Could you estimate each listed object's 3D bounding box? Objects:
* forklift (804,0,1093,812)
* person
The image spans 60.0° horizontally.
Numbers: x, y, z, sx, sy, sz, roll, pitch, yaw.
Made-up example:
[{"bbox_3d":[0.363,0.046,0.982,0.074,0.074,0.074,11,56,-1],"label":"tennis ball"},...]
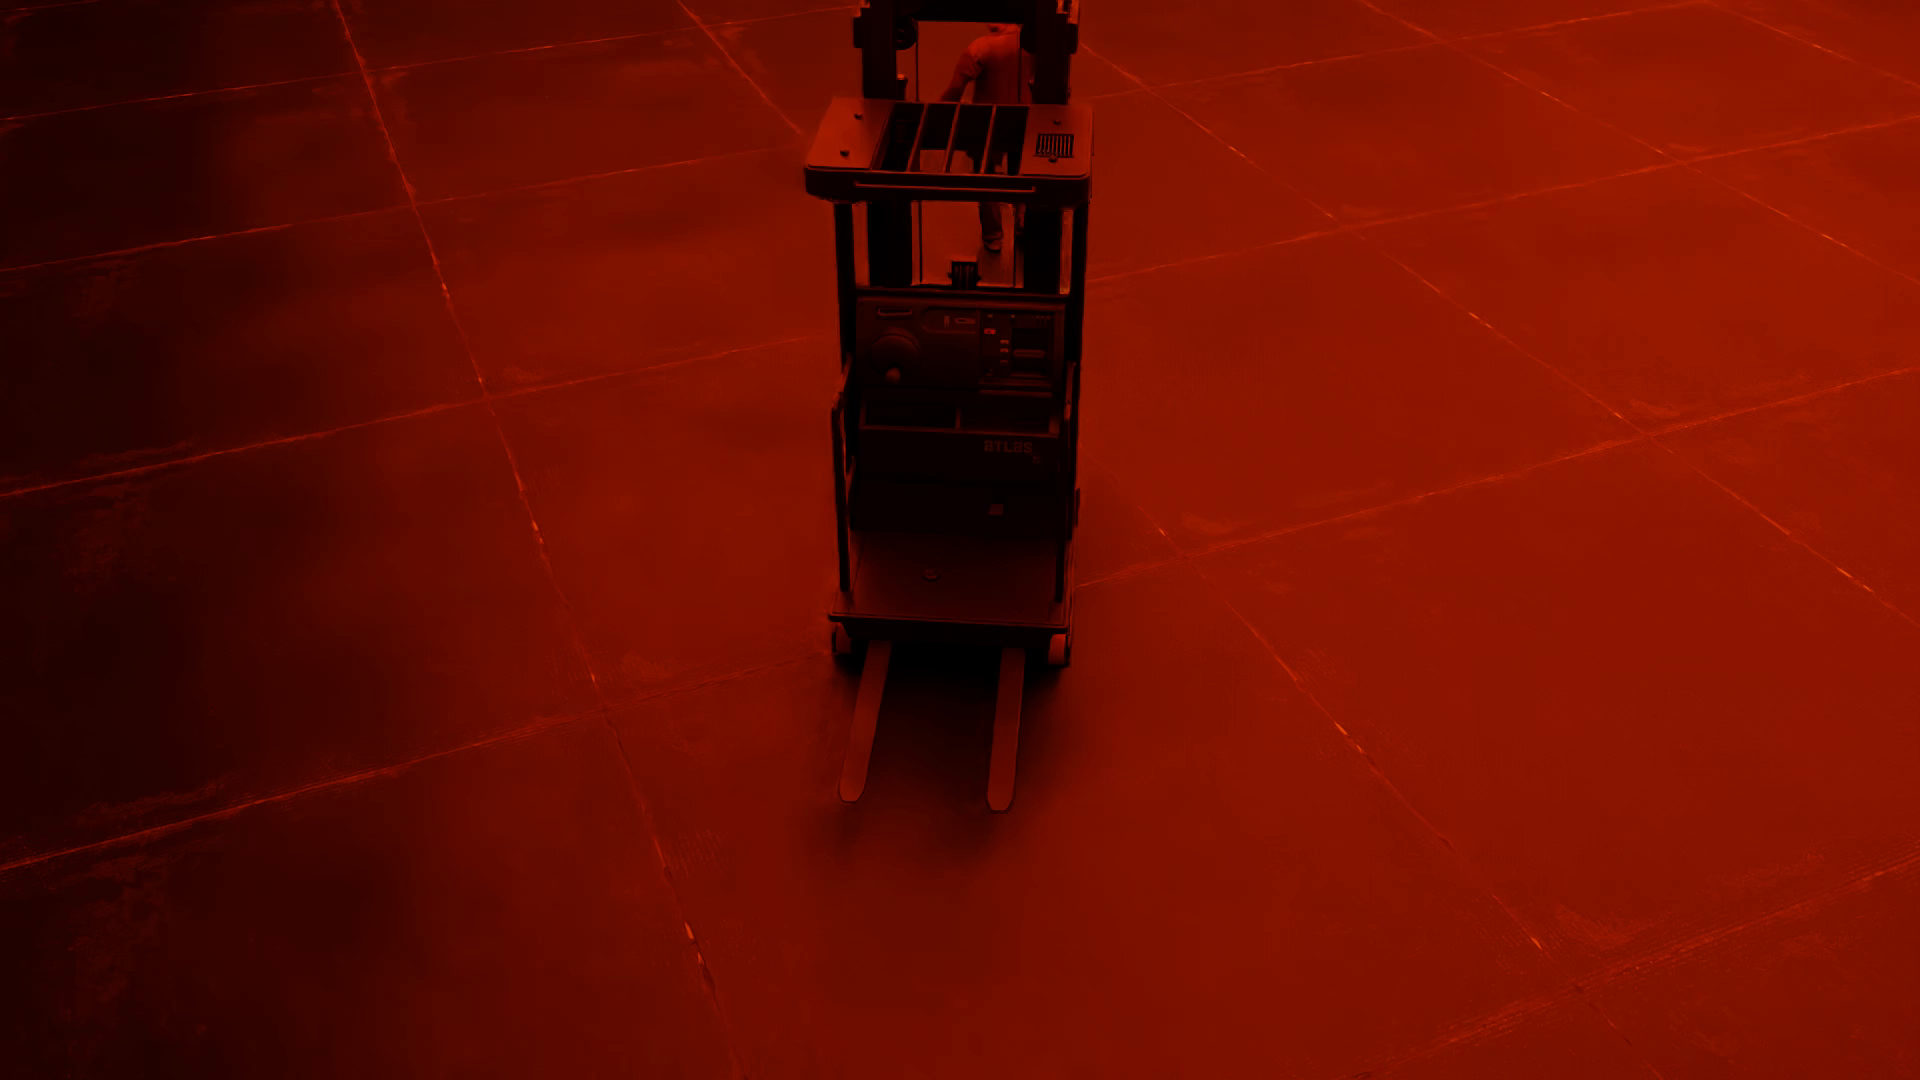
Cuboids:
[{"bbox_3d":[-0.017,-0.809,7.236,1.130,2.935,3.031,3,36,4],"label":"forklift"},{"bbox_3d":[0.225,-2.761,11.023,0.850,1.766,0.498,-6,36,-9],"label":"person"}]
